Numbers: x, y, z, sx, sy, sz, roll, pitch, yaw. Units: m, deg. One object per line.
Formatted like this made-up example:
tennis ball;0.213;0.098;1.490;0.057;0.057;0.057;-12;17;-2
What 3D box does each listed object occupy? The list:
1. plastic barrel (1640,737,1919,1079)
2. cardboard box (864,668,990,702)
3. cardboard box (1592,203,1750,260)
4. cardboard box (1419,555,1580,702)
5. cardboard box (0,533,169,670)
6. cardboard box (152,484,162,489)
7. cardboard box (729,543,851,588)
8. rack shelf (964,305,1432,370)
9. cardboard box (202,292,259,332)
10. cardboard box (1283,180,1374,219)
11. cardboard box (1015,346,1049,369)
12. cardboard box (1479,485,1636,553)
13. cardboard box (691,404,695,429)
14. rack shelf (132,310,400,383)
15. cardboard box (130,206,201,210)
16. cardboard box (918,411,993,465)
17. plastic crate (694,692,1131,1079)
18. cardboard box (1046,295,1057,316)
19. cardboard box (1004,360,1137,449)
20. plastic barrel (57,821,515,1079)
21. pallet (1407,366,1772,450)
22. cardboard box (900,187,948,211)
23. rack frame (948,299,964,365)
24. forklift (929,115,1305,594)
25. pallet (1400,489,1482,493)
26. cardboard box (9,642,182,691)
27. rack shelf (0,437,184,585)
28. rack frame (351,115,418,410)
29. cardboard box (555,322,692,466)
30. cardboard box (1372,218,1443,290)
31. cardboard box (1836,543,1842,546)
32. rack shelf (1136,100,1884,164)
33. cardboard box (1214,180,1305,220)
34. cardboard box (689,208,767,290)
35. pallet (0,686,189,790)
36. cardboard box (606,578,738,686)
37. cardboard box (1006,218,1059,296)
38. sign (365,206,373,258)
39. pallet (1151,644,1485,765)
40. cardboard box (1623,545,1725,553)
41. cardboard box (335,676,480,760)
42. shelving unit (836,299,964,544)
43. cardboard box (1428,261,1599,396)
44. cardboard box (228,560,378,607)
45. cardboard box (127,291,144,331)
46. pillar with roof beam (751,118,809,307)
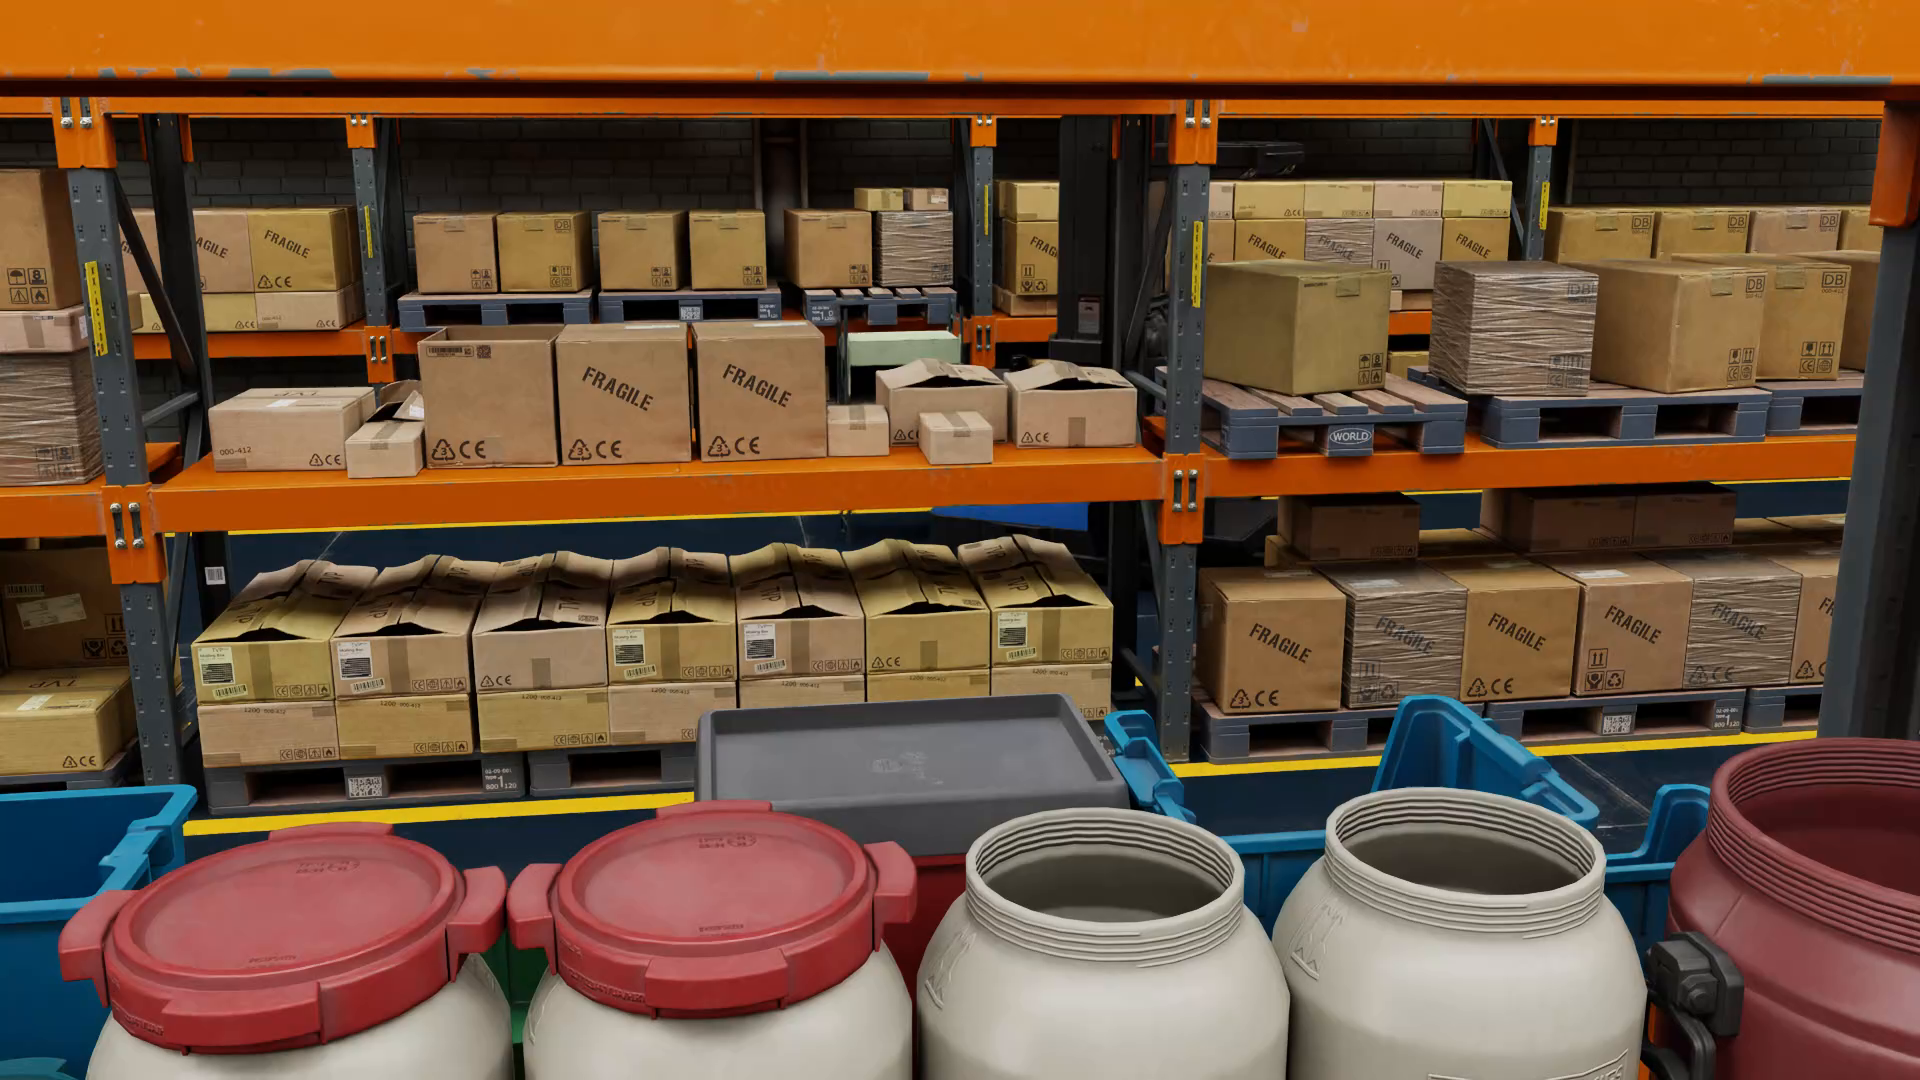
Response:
plastic barrel;1.148;0.580;1.962;0.708;0.536;0.600;-2;14;-8
cardboard box;-0.165;0.592;6.983;0.500;0.250;0.500;-2;14;-9
cardboard box;5.303;-2.158;12.542;0.700;0.700;0.980;-2;14;-10
cardboard box;2.334;0.379;7.278;0.500;0.500;0.500;-2;14;-9
cardboard box;-3.633;0.218;6.935;0.500;0.500;0.500;-2;14;-8
cardboard box;-5.454;-0.459;11.341;0.250;0.149;0.380;-3;14;-13
cardboard box;-0.757;0.210;7.353;0.500;0.311;0.500;-2;14;-10
rack shelf;2.064;-1.550;12.215;4.000;0.370;1.077;-2;14;-8
cardboard box;-4.787;-1.512;10.853;0.500;0.250;0.500;-2;14;-8
cardboard box;2.606;-2.424;11.823;0.500;0.250;0.500;-2;14;-7
cardboard box;0.833;-0.982;12.029;0.750;0.750;0.750;-2;14;-9
cardboard box;2.784;-0.131;7.771;0.500;0.250;0.500;-2;14;-9
cardboard box;-2.130;-0.753;11.791;0.500;0.500;0.700;-2;14;-8
rack shelf;-5.847;-1.260;11.059;4.000;0.370;1.077;-2;14;-8
cardboard box;-5.371;-1.981;11.179;0.500;0.500;0.500;-2;14;-7
cardboard box;-0.021;-0.414;6.723;0.250;0.149;0.380;-2;14;-8
plastic crate;-0.082;0.511;2.388;0.583;0.464;0.402;-2;14;-8
cardboard box;0.696;-1.677;11.720;0.250;0.149;0.380;-2;14;-8
cardboard box;0.461;-0.589;7.087;0.500;0.311;0.500;-1;14;-5
plastic barrel;-0.689;0.627;1.775;0.433;0.535;0.433;0;14;0
pallet;2.750;-0.613;7.396;1.213;0.211;1.003;-2;14;-8
cardboard box;-0.251;-2.383;11.615;0.250;0.149;0.380;-4;15;-16
rack frame;-0.026;-0.782;10.757;0.023;1.500;0.400;-3;14;-11
forklift;1.369;-1.238;9.632;3.031;2.935;1.130;7;15;24
pallet;3.290;-0.573;12.571;1.213;0.211;1.003;-2;14;-8
cardboard box;-3.631;0.584;7.016;0.500;0.250;0.500;-2;14;-8
rack shelf;-5.105;-0.069;6.308;4.000;0.370;1.077;-2;14;-8
rack frame;-3.869;-1.681;11.260;0.127;3.000;1.000;-2;14;-8
cardboard box;-1.350;-0.600;6.741;0.500;0.500;0.500;-2;14;-8
cardboard box;3.119;-2.076;11.974;0.500;0.500;0.500;-2;14;-8
cardboard box;4.338;0.306;7.570;0.500;0.500;0.500;-2;14;-9
rack shelf;2.805;-1.813;7.099;4.000;0.370;1.077;-2;14;-8
cardboard box;2.102;-2.406;11.749;0.500;0.250;0.500;-2;14;-9
cardboard box;-1.606;-2.018;11.493;0.500;0.500;0.700;-2;14;-8
pallet;-3.920;0.881;6.774;1.213;0.211;1.003;-2;14;-8
cardboard box;-1.162;0.357;6.769;0.500;0.311;0.500;-2;14;-7
cardboard box;0.604;-1.985;11.612;0.500;0.500;0.500;-2;14;-7
sign;-3.781;-1.971;10.635;0.005;0.325;0.100;-2;14;-8
pallet;1.572;0.700;7.498;1.213;0.211;1.003;-2;14;-8
cardboard box;3.247;0.216;7.927;0.500;0.500;0.500;-2;14;-8
cardboard box;-2.186;0.667;6.686;0.500;0.250;0.500;-2;14;-7
shelving unit;-0.385;-0.764;10.687;0.755;1.500;0.431;-3;14;-11
cardboard box;2.366;-0.924;7.172;0.500;0.500;0.700;1;14;2
cardboard box;-2.770;0.284;7.058;0.500;0.311;0.500;-2;14;-8
cardboard box;-3.422;-0.890;6.565;0.250;0.149;0.380;-2;14;-8
pillar with roof beam;-0.687;-3.862;7.621;0.400;9.000;9.100;-2;14;-8
